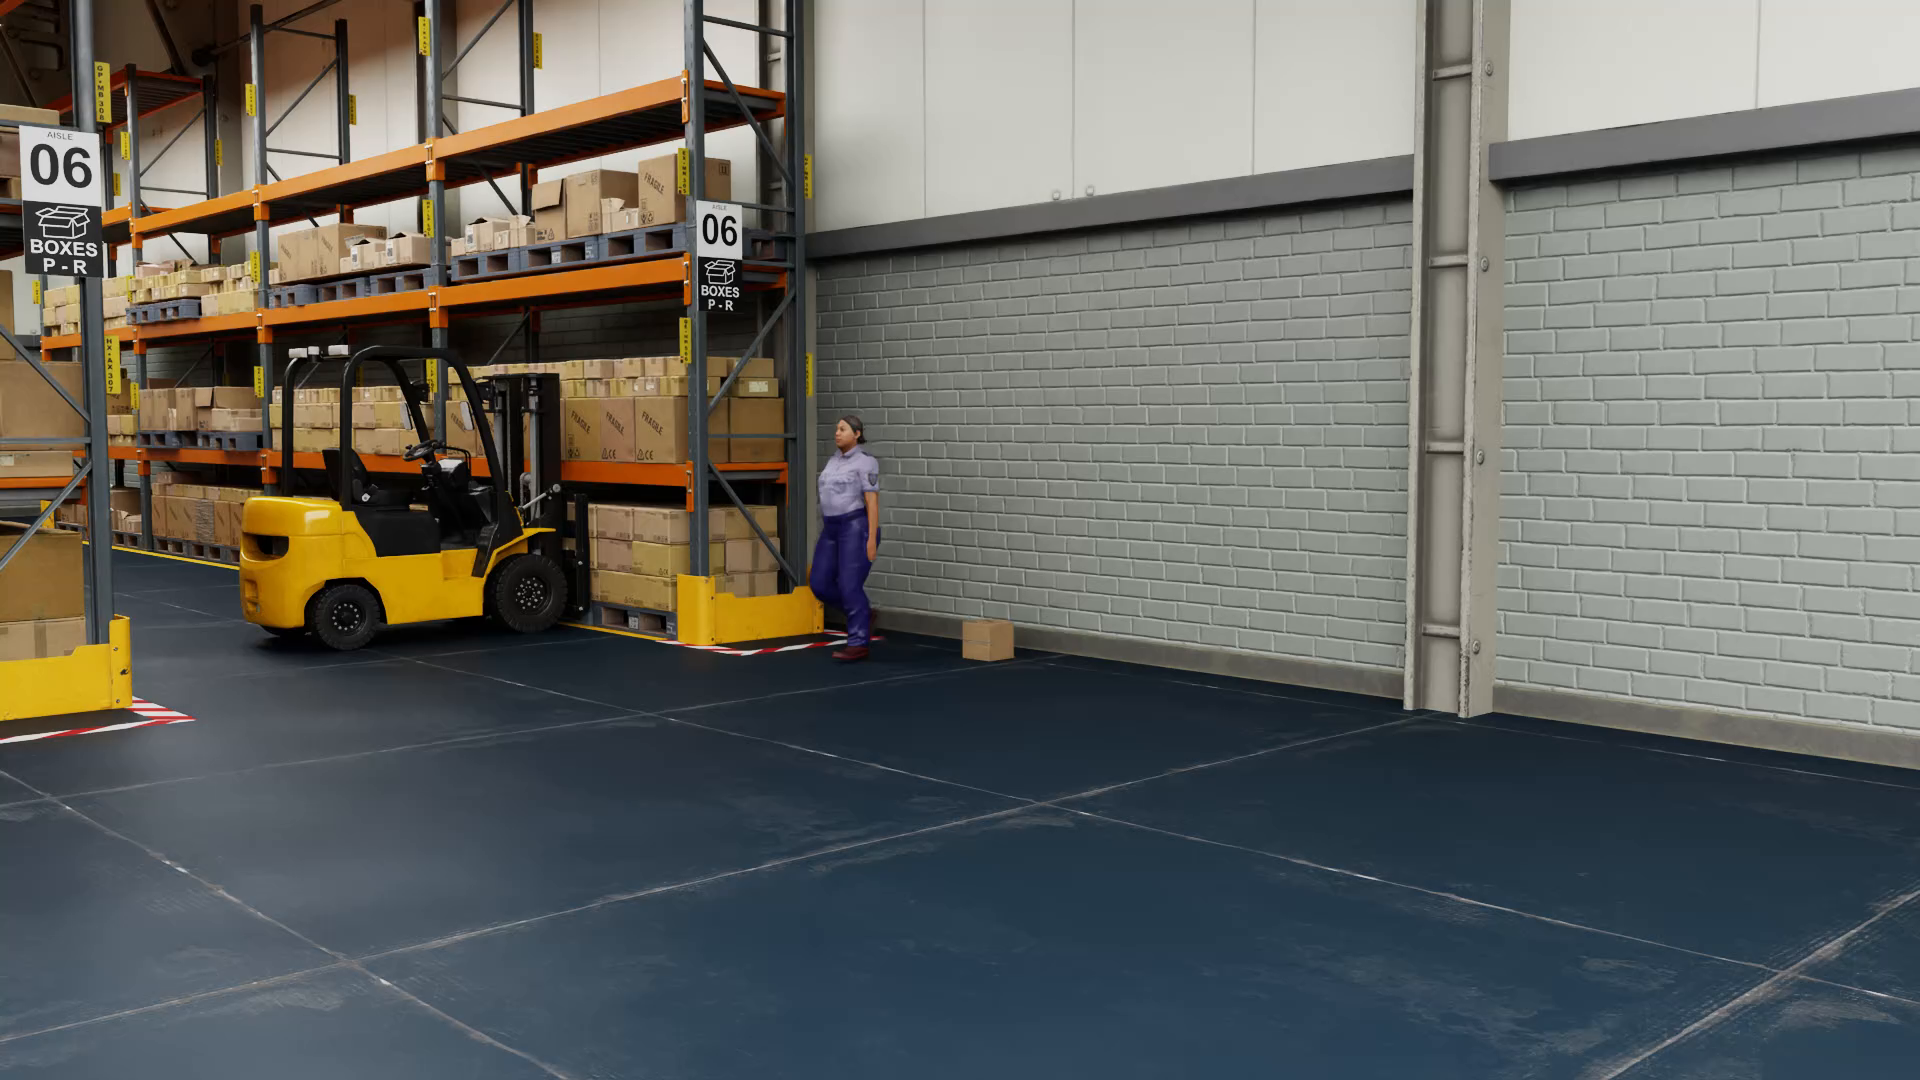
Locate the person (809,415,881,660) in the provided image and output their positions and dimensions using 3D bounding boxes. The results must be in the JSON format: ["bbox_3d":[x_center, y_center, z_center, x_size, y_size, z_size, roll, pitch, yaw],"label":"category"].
[{"bbox_3d":[-0.720,-0.028,11.285,0.505,1.634,0.501,-4,5,-42],"label":"person"}]
